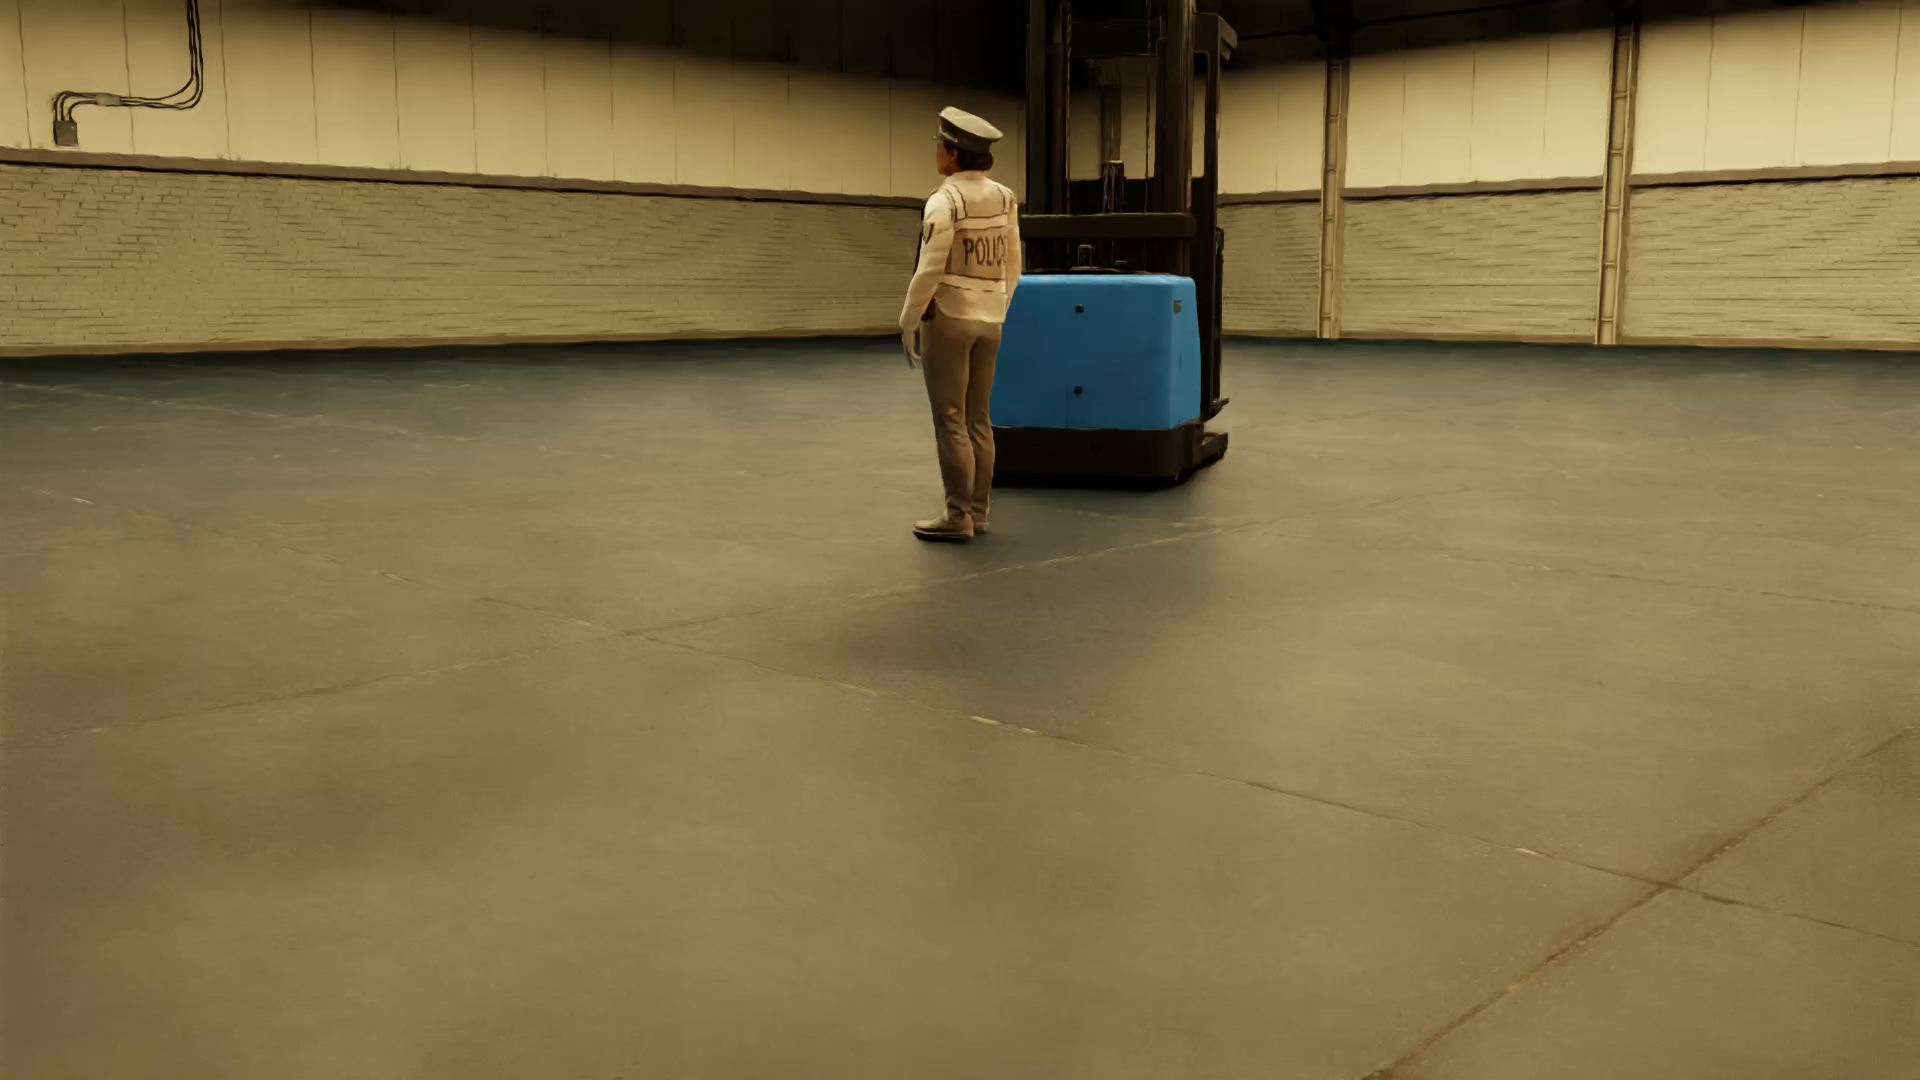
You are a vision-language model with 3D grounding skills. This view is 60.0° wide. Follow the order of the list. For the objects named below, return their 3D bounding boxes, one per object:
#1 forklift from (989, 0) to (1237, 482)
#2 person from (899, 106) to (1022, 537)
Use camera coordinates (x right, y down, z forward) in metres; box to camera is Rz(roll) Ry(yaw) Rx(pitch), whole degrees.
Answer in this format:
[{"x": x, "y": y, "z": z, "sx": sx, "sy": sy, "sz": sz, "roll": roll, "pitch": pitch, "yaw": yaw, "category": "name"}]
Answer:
[{"x": 0.982, "y": -1.926, "z": 9.664, "sx": 1.130, "sy": 2.935, "sz": 3.031, "roll": 3, "pitch": 9, "yaw": 17, "category": "forklift"}, {"x": -0.044, "y": -0.853, "z": 6.641, "sx": 0.532, "sy": 1.695, "sz": 0.586, "roll": 8, "pitch": 12, "yaw": 43, "category": "person"}]
